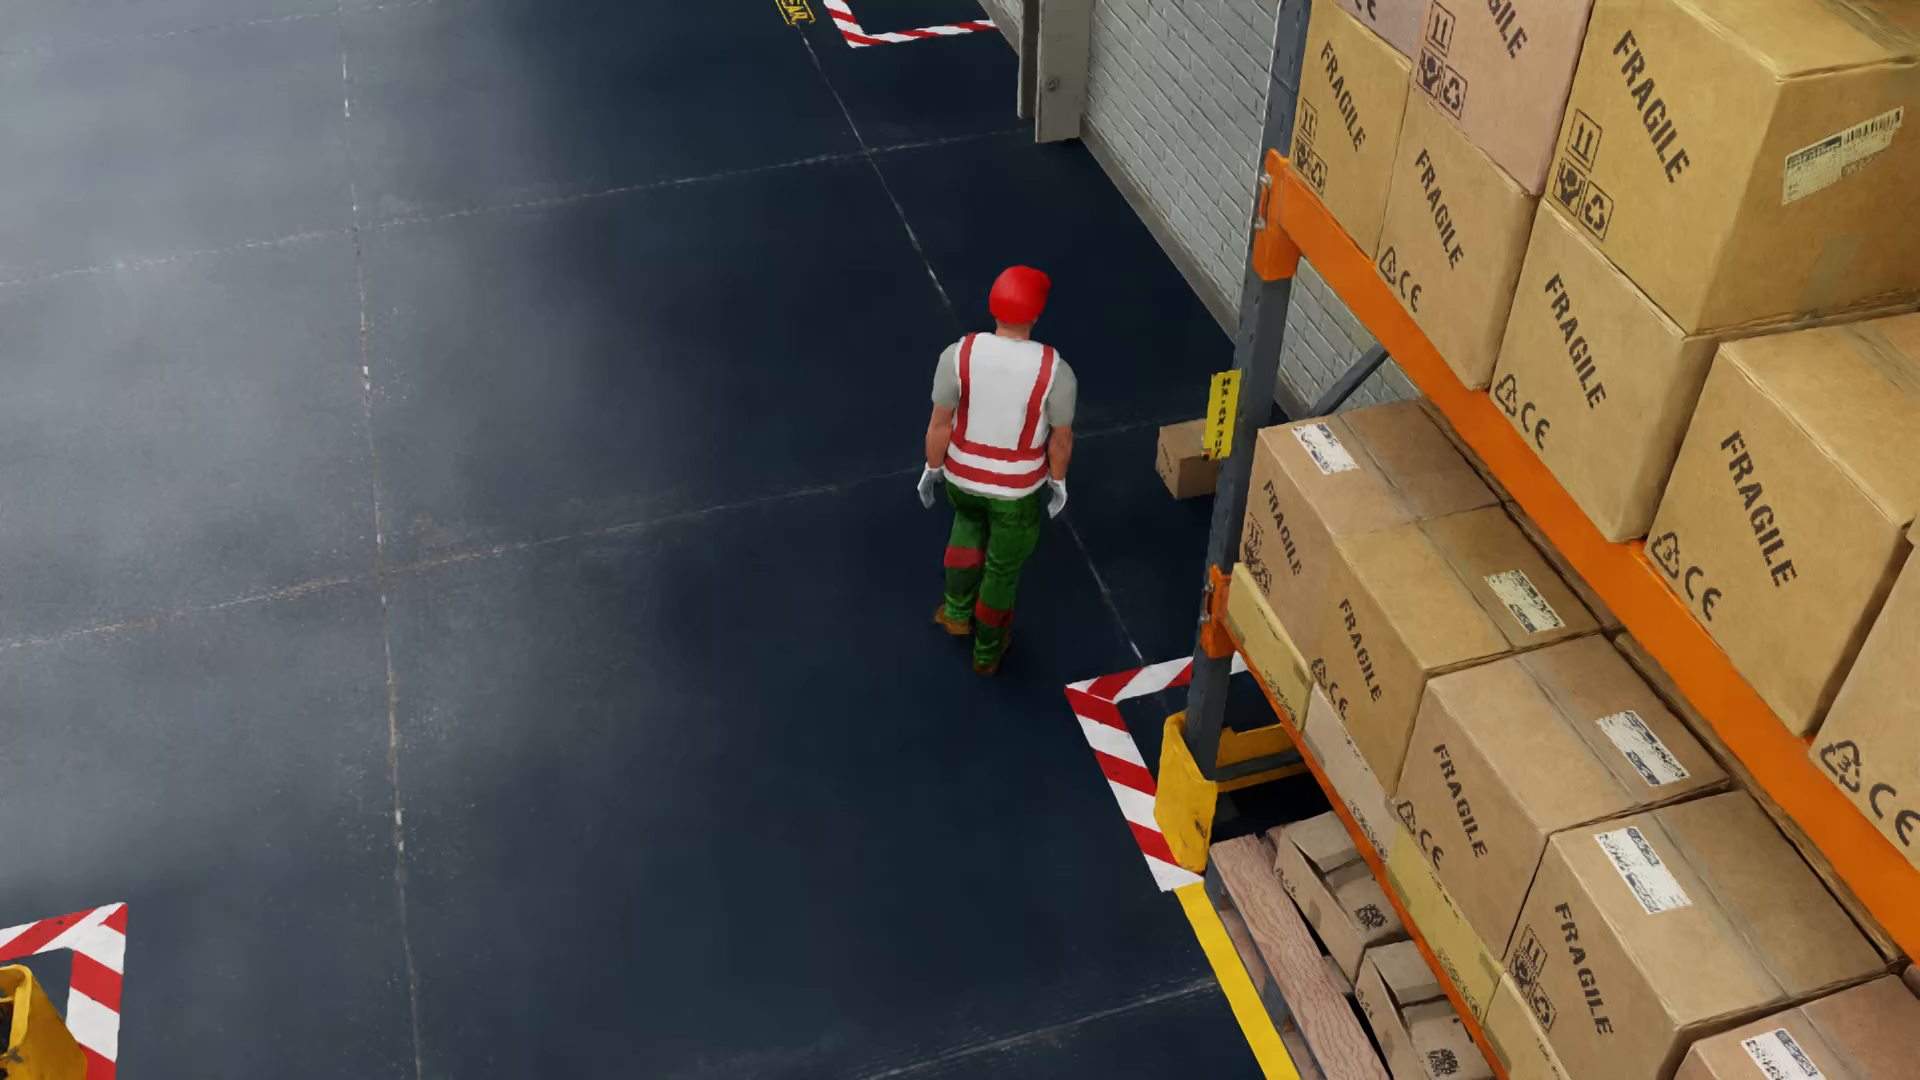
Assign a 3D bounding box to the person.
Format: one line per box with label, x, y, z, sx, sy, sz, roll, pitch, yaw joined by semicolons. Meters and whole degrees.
person;0.147;-0.258;6.403;0.573;1.774;0.483;11;43;12
